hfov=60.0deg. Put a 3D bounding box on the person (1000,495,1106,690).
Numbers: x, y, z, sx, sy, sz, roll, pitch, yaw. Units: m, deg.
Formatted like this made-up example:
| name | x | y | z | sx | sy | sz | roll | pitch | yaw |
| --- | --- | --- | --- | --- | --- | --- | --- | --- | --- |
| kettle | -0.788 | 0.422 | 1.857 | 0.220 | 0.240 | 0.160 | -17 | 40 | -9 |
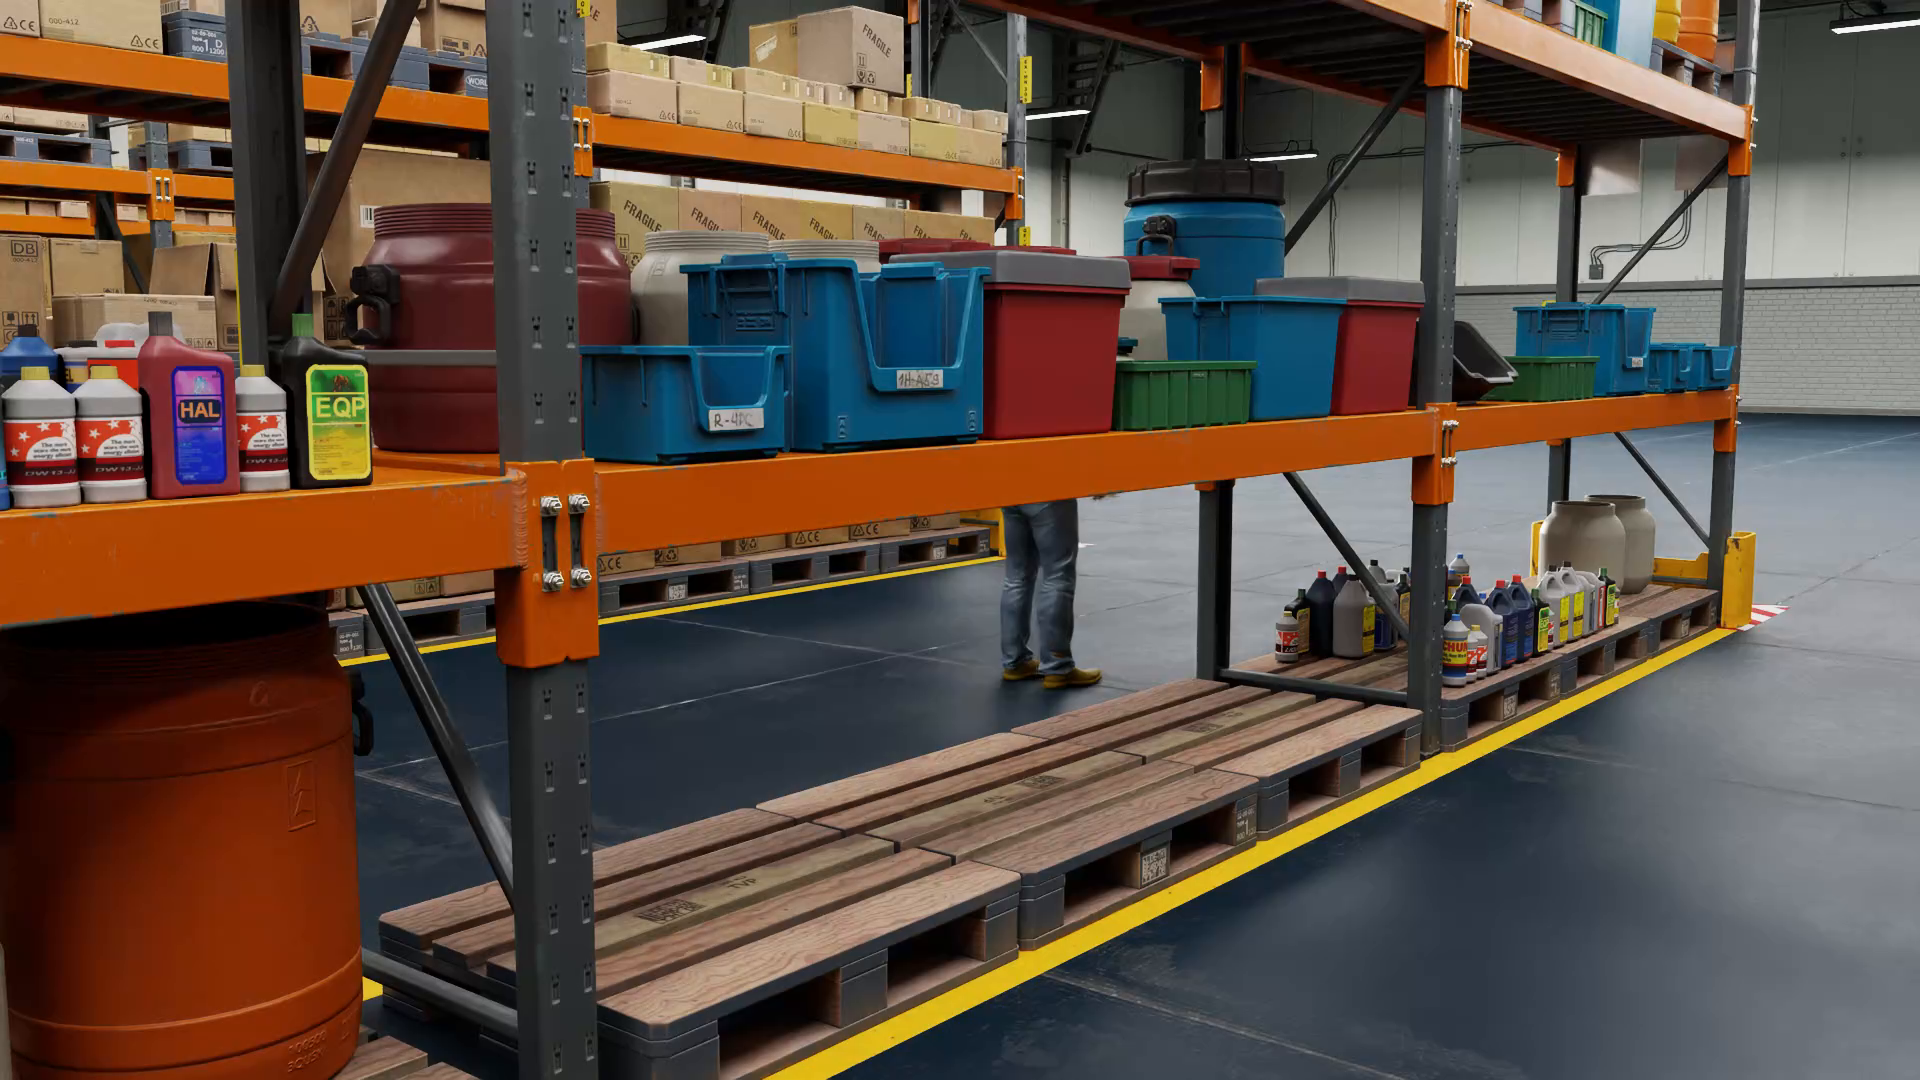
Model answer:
| name | x | y | z | sx | sy | sz | roll | pitch | yaw |
| --- | --- | --- | --- | --- | --- | --- | --- | --- | --- |
| person | 0.397 | -0.231 | 7.600 | 0.566 | 1.771 | 0.520 | -5 | 8 | -37 |
